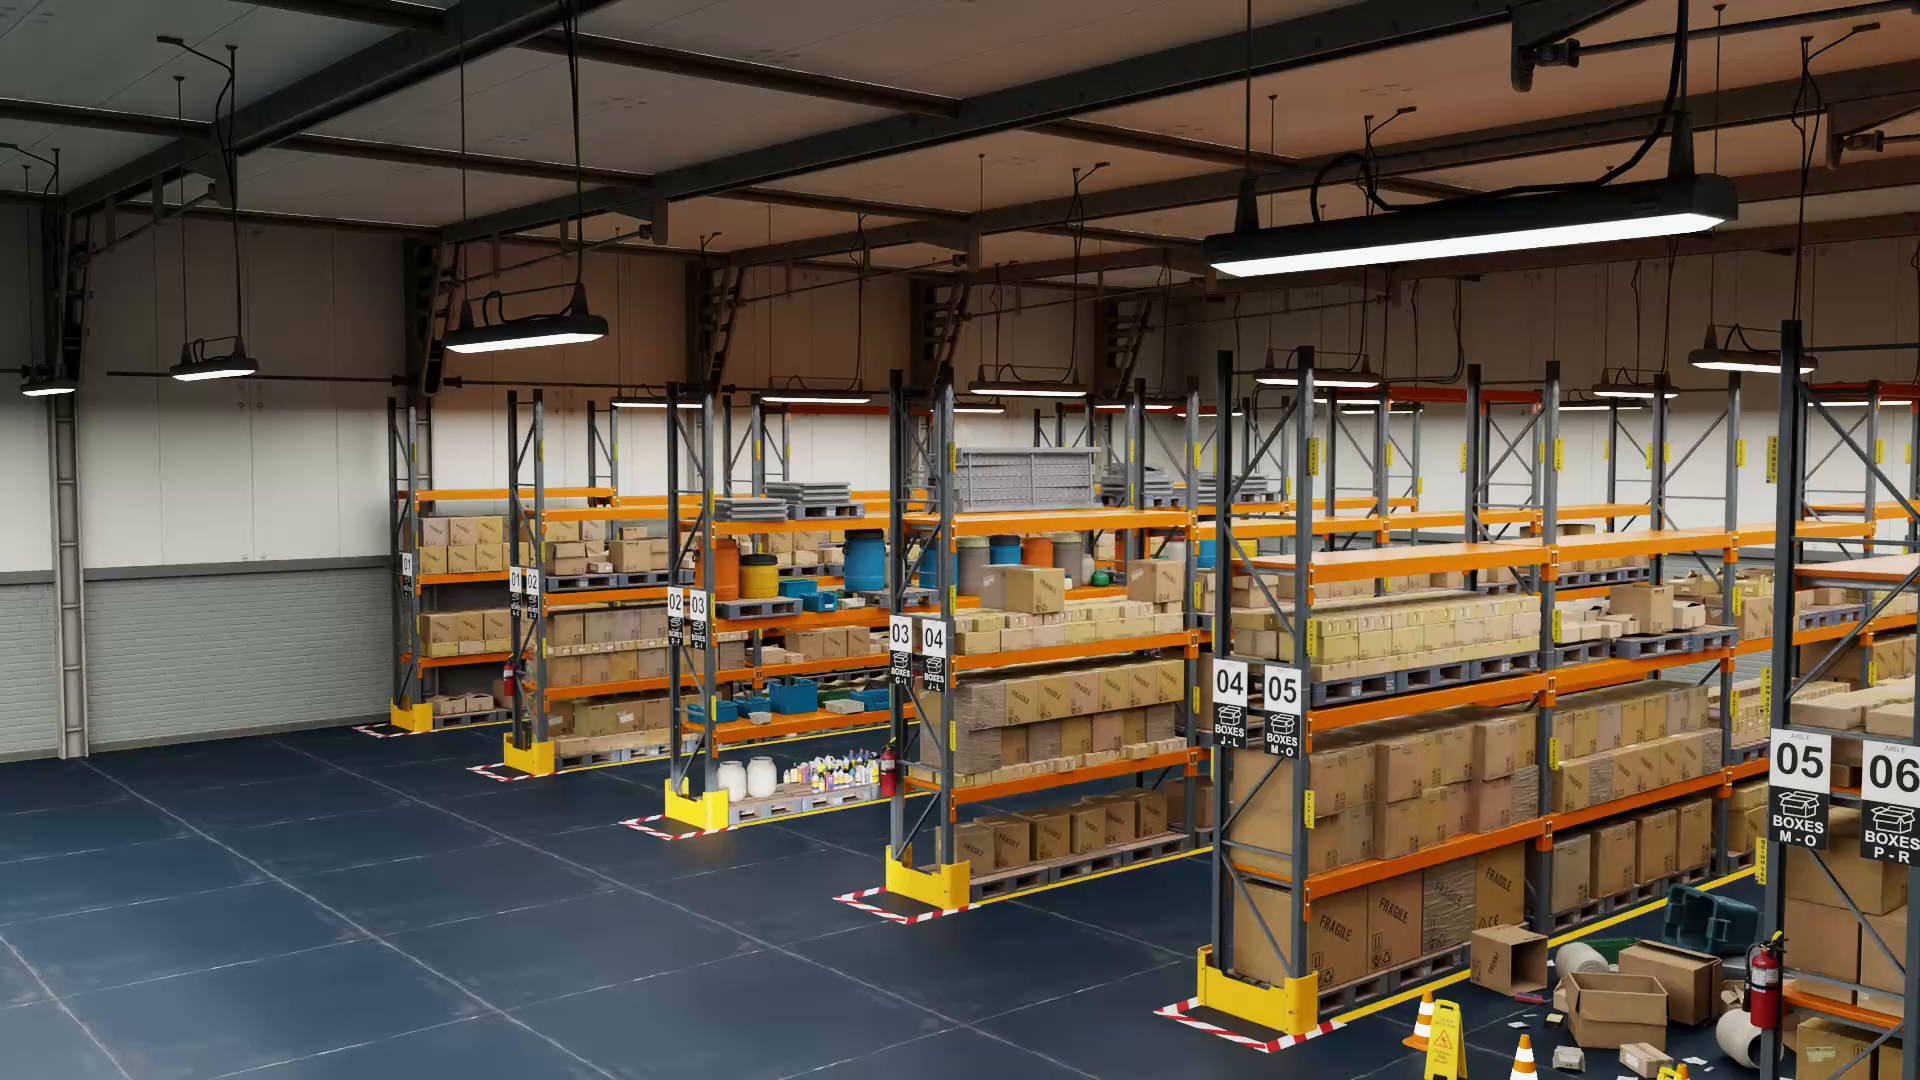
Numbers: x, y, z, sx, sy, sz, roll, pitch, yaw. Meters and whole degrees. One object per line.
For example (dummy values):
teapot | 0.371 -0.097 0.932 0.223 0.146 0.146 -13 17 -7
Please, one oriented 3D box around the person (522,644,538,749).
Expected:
person | -7.092 2.636 28.283 0.658 1.773 1.135 3 4 37
